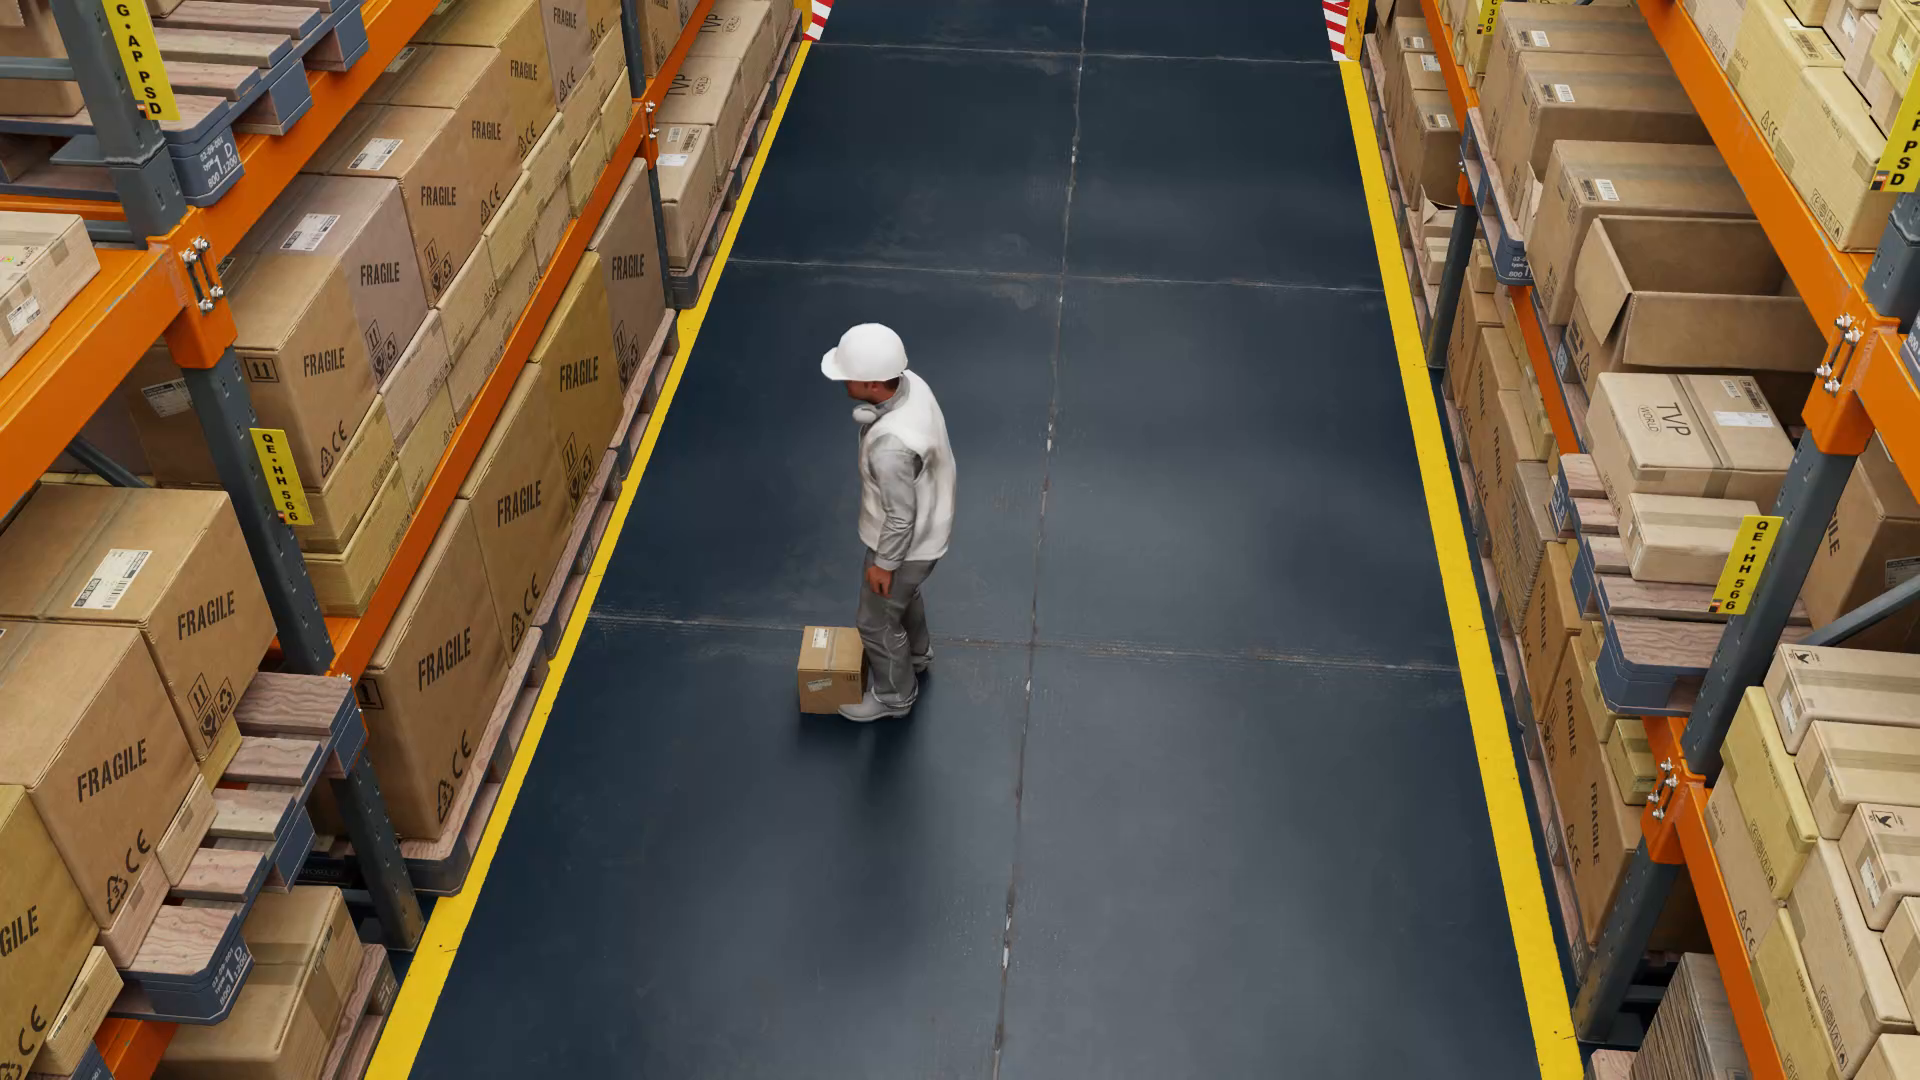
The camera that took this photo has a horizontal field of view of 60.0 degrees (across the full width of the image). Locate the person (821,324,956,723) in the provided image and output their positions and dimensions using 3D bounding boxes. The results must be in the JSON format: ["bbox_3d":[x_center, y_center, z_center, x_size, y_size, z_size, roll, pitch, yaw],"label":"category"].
[{"bbox_3d":[-0.251,-0.054,6.201,0.473,1.771,0.582,2,40,2],"label":"person"}]
